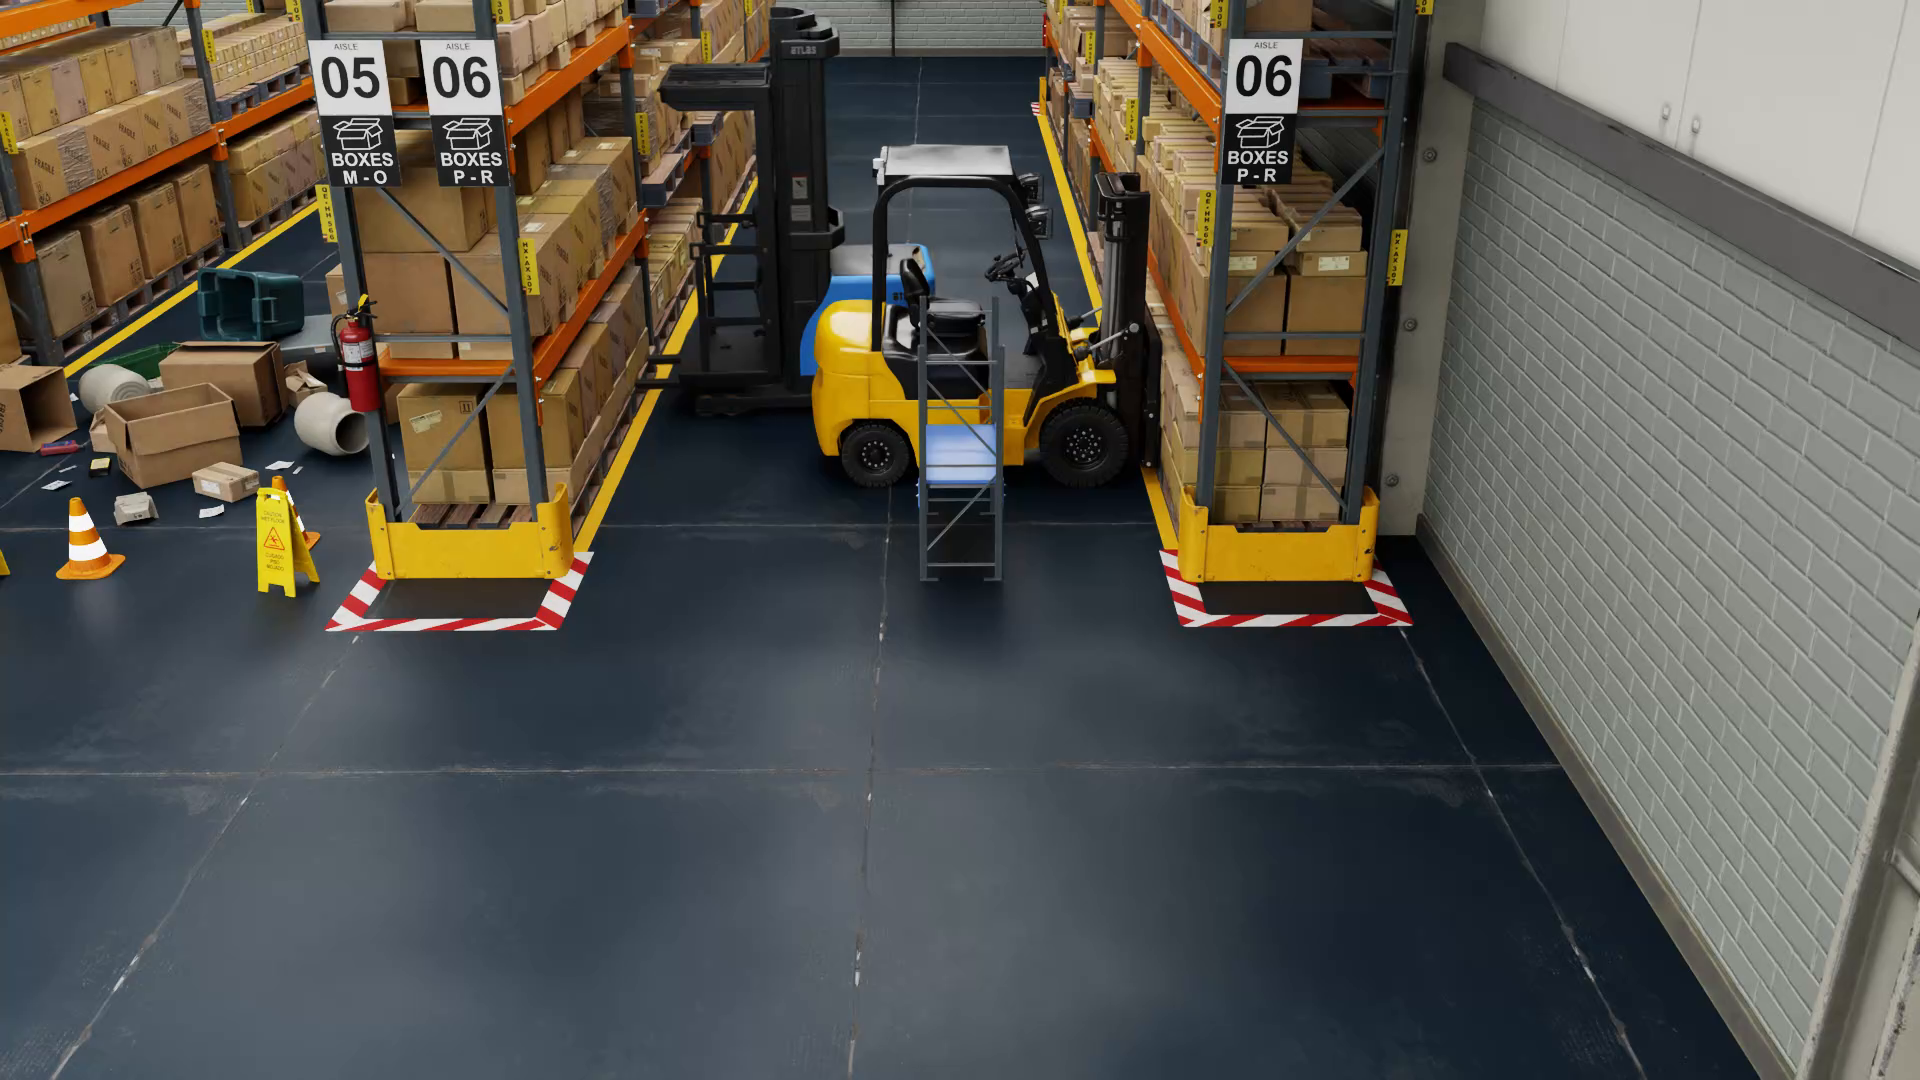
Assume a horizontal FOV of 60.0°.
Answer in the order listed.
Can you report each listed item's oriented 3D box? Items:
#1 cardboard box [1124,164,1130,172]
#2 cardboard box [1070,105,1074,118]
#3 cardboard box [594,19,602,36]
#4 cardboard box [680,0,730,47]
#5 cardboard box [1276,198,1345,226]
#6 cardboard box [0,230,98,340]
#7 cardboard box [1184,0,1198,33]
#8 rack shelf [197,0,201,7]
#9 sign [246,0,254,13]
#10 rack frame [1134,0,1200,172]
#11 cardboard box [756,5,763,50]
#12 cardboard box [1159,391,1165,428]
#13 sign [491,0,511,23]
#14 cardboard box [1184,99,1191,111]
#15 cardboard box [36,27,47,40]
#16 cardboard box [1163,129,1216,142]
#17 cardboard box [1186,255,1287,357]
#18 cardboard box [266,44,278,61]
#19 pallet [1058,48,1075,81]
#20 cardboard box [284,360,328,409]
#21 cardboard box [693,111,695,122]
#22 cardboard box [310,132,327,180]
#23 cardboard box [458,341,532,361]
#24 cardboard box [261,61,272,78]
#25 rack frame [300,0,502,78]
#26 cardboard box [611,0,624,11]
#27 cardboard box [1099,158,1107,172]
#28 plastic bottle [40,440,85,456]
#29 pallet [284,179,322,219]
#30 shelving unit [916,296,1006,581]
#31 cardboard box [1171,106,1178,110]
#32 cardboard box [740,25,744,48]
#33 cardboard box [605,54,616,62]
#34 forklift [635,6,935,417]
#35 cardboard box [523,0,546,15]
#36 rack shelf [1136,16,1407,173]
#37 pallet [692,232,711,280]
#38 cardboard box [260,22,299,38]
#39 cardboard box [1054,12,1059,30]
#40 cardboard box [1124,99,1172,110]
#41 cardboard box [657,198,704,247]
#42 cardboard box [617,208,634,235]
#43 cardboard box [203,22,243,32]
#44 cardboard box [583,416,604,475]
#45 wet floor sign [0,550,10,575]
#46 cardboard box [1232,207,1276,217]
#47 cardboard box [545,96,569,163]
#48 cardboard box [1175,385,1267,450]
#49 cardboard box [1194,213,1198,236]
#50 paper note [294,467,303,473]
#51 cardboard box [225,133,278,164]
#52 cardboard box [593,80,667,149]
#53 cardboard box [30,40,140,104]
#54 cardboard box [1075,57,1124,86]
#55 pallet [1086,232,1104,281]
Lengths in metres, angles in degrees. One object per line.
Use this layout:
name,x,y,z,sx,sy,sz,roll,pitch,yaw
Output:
cardboard box,1.638,-2.977,13.875,0.500,0.250,0.500,0,24,1
cardboard box,1.556,-5.335,20.642,0.380,0.149,0.250,1,24,2
cardboard box,-2.808,-3.729,12.020,0.380,0.149,0.250,0,24,0
cardboard box,-2.870,-5.795,18.588,0.500,0.500,0.500,0,24,0
cardboard box,2.173,-2.024,10.315,0.380,0.149,0.250,0,24,0
cardboard box,-8.104,-2.173,14.136,1.050,0.750,0.750,0,24,-1
cardboard box,1.789,-3.444,10.333,0.700,0.500,0.500,0,24,0
rack shelf,-8.072,-6.263,18.190,1.077,0.370,4.000,0,24,-1
sign,-8.637,-6.437,20.292,0.100,0.325,0.005,0,24,-1
rack frame,1.905,-2.839,13.388,1.000,3.000,0.127,0,24,-1
cardboard box,-2.889,-6.764,21.945,0.500,0.500,0.500,0,24,0
cardboard box,1.610,-0.976,11.488,0.500,0.250,0.500,-1,24,-2
sign,-2.472,-2.935,8.898,0.100,0.325,0.005,0,24,-1
cardboard box,2.163,-3.748,14.488,0.380,0.149,0.250,0,24,-1
cardboard box,-12.749,-6.928,22.733,0.380,0.149,0.250,0,24,0
cardboard box,1.717,-2.971,12.409,0.380,0.149,0.250,-1,24,-2
cardboard box,1.681,-1.438,10.169,0.500,0.500,0.500,-1,24,-2
cardboard box,-7.877,-5.454,18.604,0.380,0.149,0.250,1,24,1
pallet,1.717,-5.719,19.987,1.003,0.211,1.213,0,24,-1
cardboard box,-5.195,-1.224,13.135,0.258,0.266,0.396,-19,31,-36
cardboard box,-2.745,-4.089,15.946,0.380,0.149,0.250,-1,24,-3
cardboard box,-7.829,-4.585,19.772,0.500,0.500,0.500,-1,24,-2
cardboard box,-2.811,-1.194,10.054,0.380,0.149,0.250,0,24,0
cardboard box,-7.870,-5.208,18.421,0.380,0.149,0.250,0,24,0
rack frame,-3.015,-3.901,8.454,1.000,3.000,0.127,0,24,-1
cardboard box,-2.784,-4.068,12.285,0.500,0.250,0.500,0,24,-1
cardboard box,1.603,-4.038,17.775,0.380,0.149,0.250,-1,24,-3
plastic bottle,-6.564,-0.677,12.173,0.283,0.061,0.133,-9,26,-19
pallet,-8.068,-3.953,19.234,1.003,0.211,1.213,0,24,-1
shelving unit,0.001,-0.648,10.363,0.538,1.500,1.048,0,24,-1
cardboard box,2.152,-3.839,15.173,0.500,0.250,0.500,-1,24,-2
cardboard box,-2.898,-6.091,20.152,0.500,0.250,0.500,0,24,-1
cardboard box,-3.303,-4.216,15.440,0.500,0.500,0.500,0,24,0
forklift,-1.724,-2.512,12.747,3.031,2.935,1.130,-2,24,-5
cardboard box,-2.702,-3.241,9.973,0.380,0.149,0.250,0,24,-1
rack shelf,1.927,-3.054,11.096,1.077,0.370,4.000,0,24,-1
pallet,-3.095,-2.871,16.842,1.003,0.211,1.213,0,24,-1
cardboard box,-7.887,-5.906,19.242,0.380,0.149,0.250,0,24,-1
cardboard box,1.551,-7.036,22.488,0.500,0.250,0.500,-1,24,-2
cardboard box,1.633,-3.744,14.479,0.380,0.149,0.250,-1,24,-2
cardboard box,-3.106,-3.225,16.920,0.950,0.372,0.625,-2,24,-4
cardboard box,-2.740,-2.467,12.870,0.380,0.149,0.250,0,24,1
cardboard box,-8.540,-5.908,19.247,0.380,0.149,0.250,-1,24,-1
cardboard box,-2.745,-0.650,11.374,0.500,0.250,0.500,1,24,1
wet floor sign,-5.983,-0.028,10.028,0.267,0.644,0.232,-4,25,-10
cardboard box,1.700,-1.916,10.077,0.380,0.149,0.250,0,24,0
cardboard box,-3.287,-3.059,12.179,0.700,0.500,0.500,0,24,0
cardboard box,1.632,-0.773,10.434,0.500,0.250,0.500,1,24,1
cardboard box,1.699,-1.988,10.598,0.380,0.149,0.250,0,24,-1
paper note,-4.713,-0.498,11.839,0.032,0.001,0.123,0,24,-1
cardboard box,-7.822,-4.288,18.205,0.500,0.250,0.500,-1,24,-1
cardboard box,-2.783,-3.589,14.053,0.500,0.500,0.500,0,24,0
cardboard box,-8.041,-4.296,15.274,0.700,0.500,0.500,-1,24,-1
cardboard box,1.526,-5.044,17.935,0.500,0.250,0.500,-1,24,-3
pallet,1.831,-2.878,16.856,1.003,0.211,1.213,0,24,-1
